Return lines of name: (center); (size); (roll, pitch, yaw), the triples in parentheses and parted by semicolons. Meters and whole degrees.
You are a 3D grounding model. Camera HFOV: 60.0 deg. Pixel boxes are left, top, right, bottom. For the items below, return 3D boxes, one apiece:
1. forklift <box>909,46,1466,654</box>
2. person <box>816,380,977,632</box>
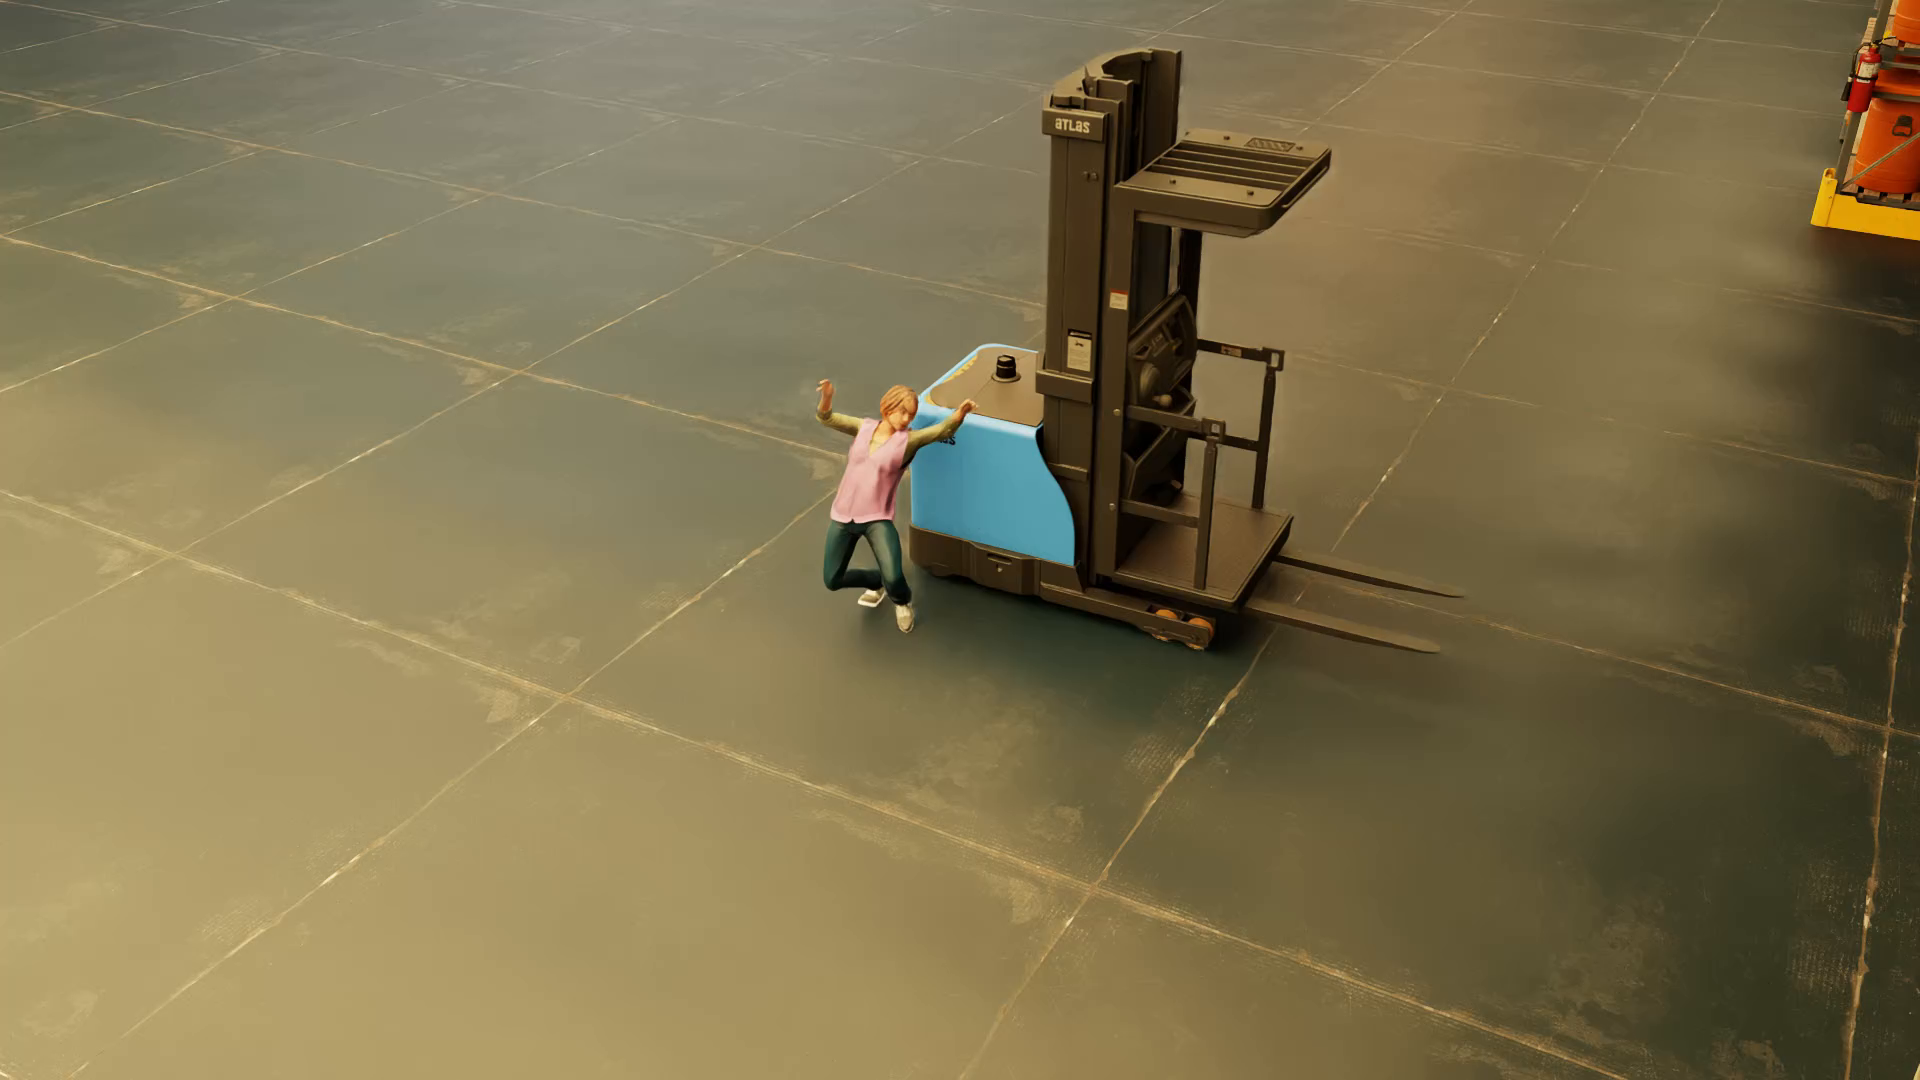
forklift: (1.257, -0.982, 8.772); (3.031, 2.935, 1.130); (14, 33, 23)
person: (-0.336, -0.189, 8.836); (0.884, 1.494, 0.701); (12, 32, 20)
